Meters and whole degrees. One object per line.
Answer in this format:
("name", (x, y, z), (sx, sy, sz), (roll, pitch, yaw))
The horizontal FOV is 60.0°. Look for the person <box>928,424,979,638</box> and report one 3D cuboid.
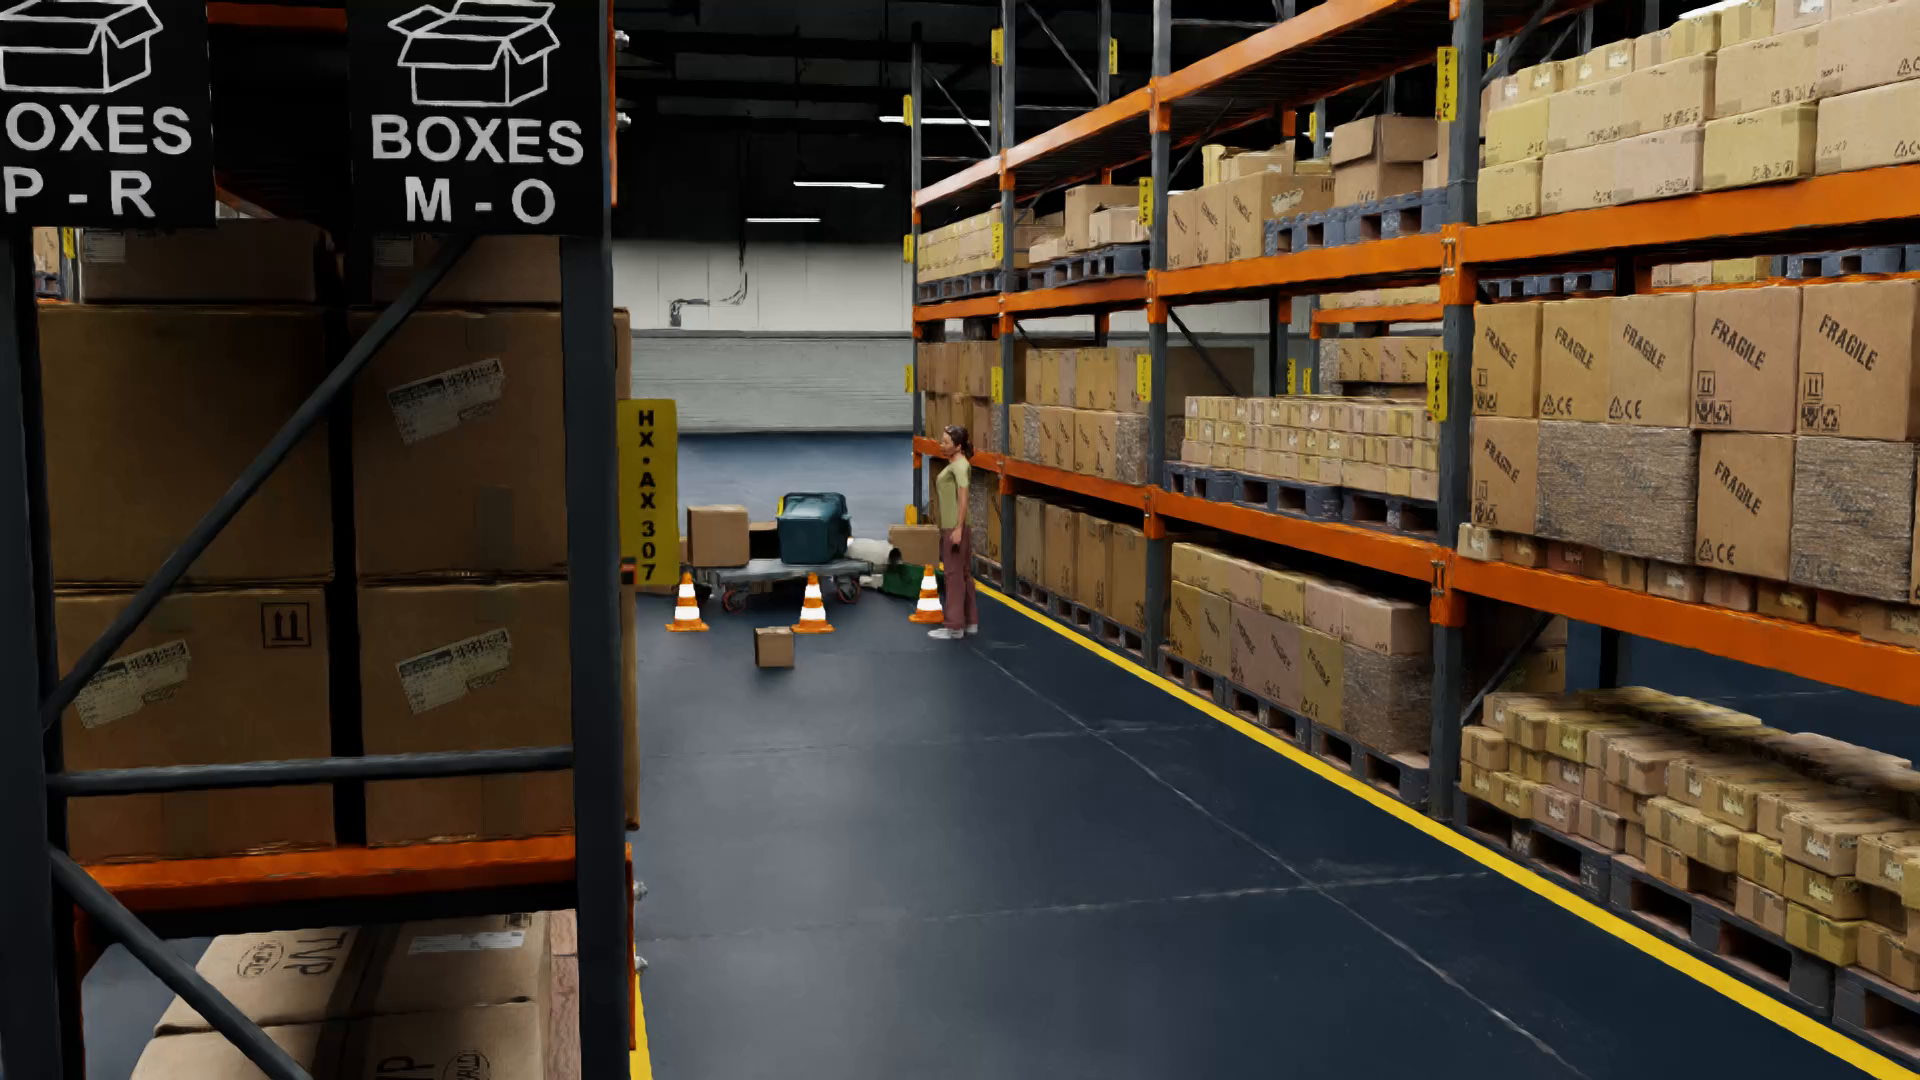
("person", (-0.047, -0.073, 13.104), (0.412, 1.669, 0.594), (0, 6, -1))
